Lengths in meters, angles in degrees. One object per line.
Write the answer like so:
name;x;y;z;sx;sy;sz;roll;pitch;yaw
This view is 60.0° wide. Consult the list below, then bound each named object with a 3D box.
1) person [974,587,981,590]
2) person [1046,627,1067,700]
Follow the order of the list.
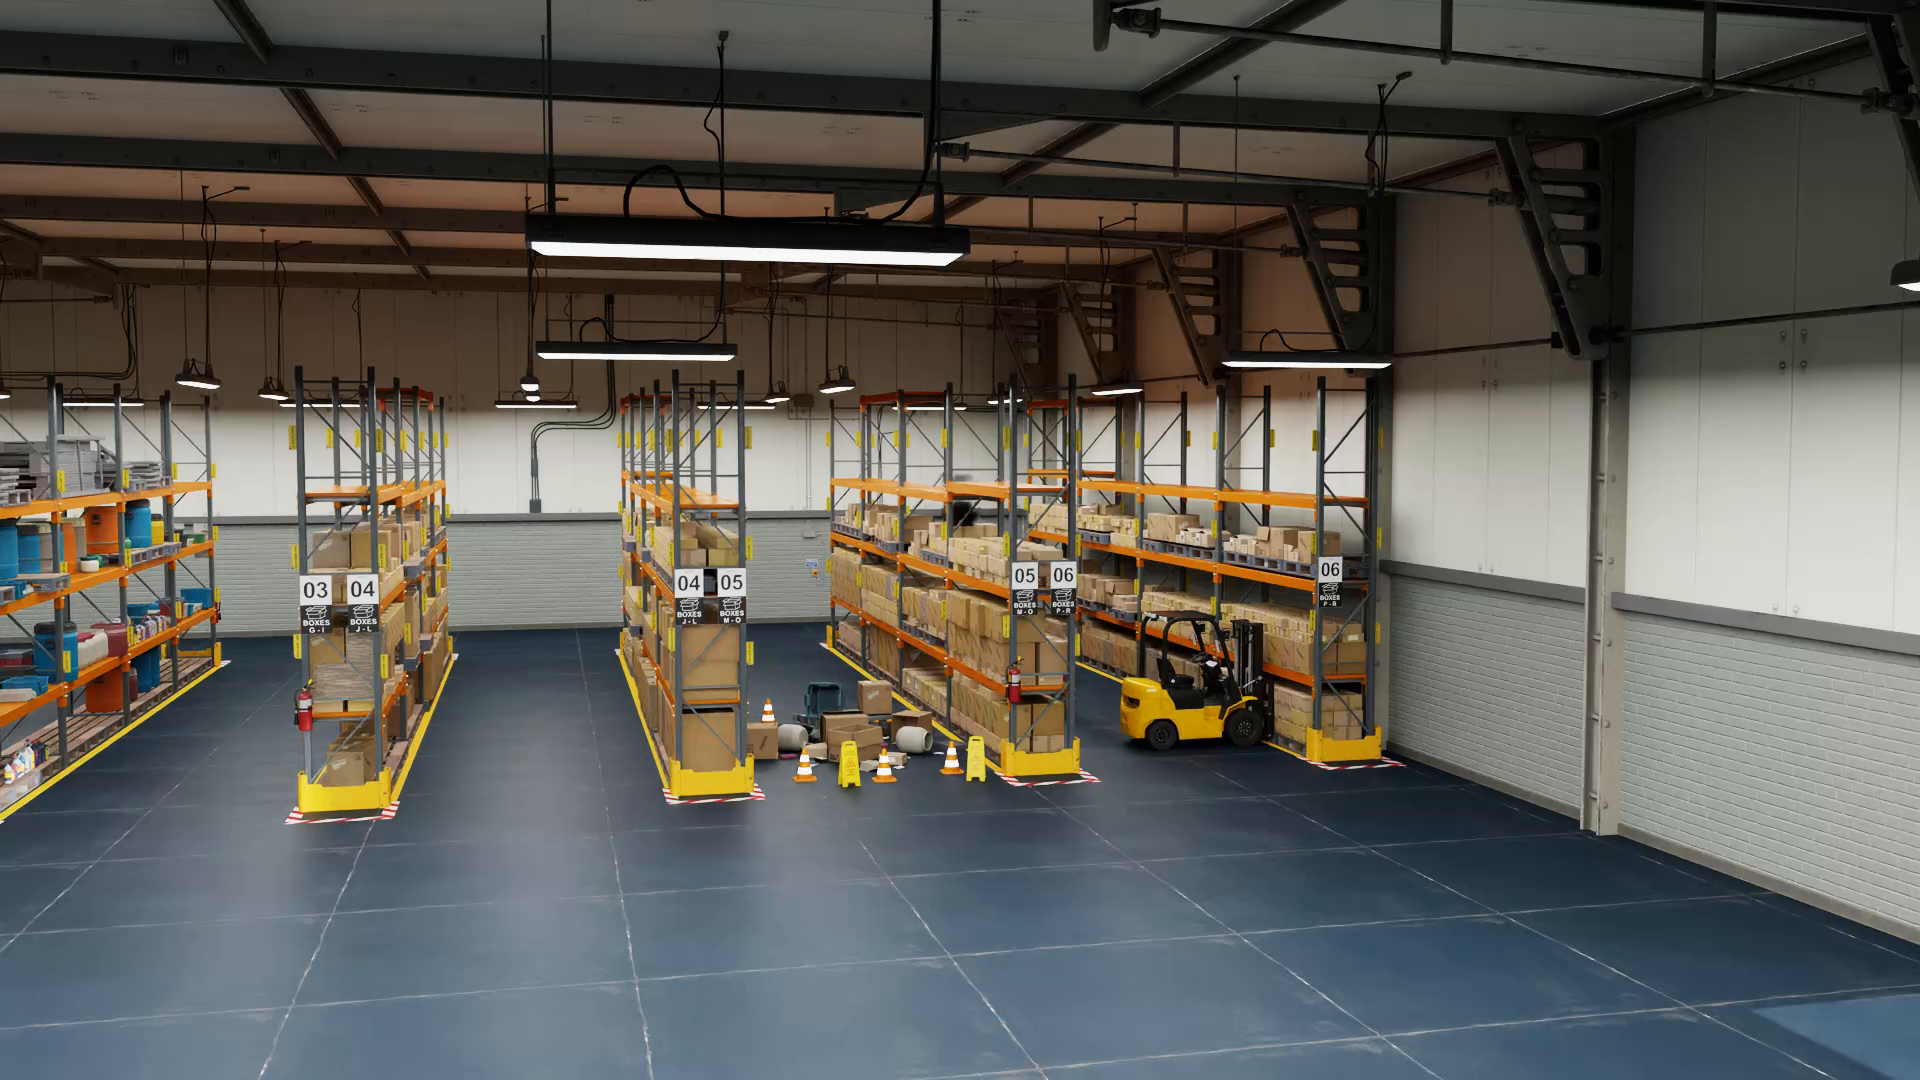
person;0.499;1.902;37.106;0.620;1.764;0.820;-2;4;-31
person;1.709;2.343;31.377;0.740;1.595;0.885;-1;4;-23
